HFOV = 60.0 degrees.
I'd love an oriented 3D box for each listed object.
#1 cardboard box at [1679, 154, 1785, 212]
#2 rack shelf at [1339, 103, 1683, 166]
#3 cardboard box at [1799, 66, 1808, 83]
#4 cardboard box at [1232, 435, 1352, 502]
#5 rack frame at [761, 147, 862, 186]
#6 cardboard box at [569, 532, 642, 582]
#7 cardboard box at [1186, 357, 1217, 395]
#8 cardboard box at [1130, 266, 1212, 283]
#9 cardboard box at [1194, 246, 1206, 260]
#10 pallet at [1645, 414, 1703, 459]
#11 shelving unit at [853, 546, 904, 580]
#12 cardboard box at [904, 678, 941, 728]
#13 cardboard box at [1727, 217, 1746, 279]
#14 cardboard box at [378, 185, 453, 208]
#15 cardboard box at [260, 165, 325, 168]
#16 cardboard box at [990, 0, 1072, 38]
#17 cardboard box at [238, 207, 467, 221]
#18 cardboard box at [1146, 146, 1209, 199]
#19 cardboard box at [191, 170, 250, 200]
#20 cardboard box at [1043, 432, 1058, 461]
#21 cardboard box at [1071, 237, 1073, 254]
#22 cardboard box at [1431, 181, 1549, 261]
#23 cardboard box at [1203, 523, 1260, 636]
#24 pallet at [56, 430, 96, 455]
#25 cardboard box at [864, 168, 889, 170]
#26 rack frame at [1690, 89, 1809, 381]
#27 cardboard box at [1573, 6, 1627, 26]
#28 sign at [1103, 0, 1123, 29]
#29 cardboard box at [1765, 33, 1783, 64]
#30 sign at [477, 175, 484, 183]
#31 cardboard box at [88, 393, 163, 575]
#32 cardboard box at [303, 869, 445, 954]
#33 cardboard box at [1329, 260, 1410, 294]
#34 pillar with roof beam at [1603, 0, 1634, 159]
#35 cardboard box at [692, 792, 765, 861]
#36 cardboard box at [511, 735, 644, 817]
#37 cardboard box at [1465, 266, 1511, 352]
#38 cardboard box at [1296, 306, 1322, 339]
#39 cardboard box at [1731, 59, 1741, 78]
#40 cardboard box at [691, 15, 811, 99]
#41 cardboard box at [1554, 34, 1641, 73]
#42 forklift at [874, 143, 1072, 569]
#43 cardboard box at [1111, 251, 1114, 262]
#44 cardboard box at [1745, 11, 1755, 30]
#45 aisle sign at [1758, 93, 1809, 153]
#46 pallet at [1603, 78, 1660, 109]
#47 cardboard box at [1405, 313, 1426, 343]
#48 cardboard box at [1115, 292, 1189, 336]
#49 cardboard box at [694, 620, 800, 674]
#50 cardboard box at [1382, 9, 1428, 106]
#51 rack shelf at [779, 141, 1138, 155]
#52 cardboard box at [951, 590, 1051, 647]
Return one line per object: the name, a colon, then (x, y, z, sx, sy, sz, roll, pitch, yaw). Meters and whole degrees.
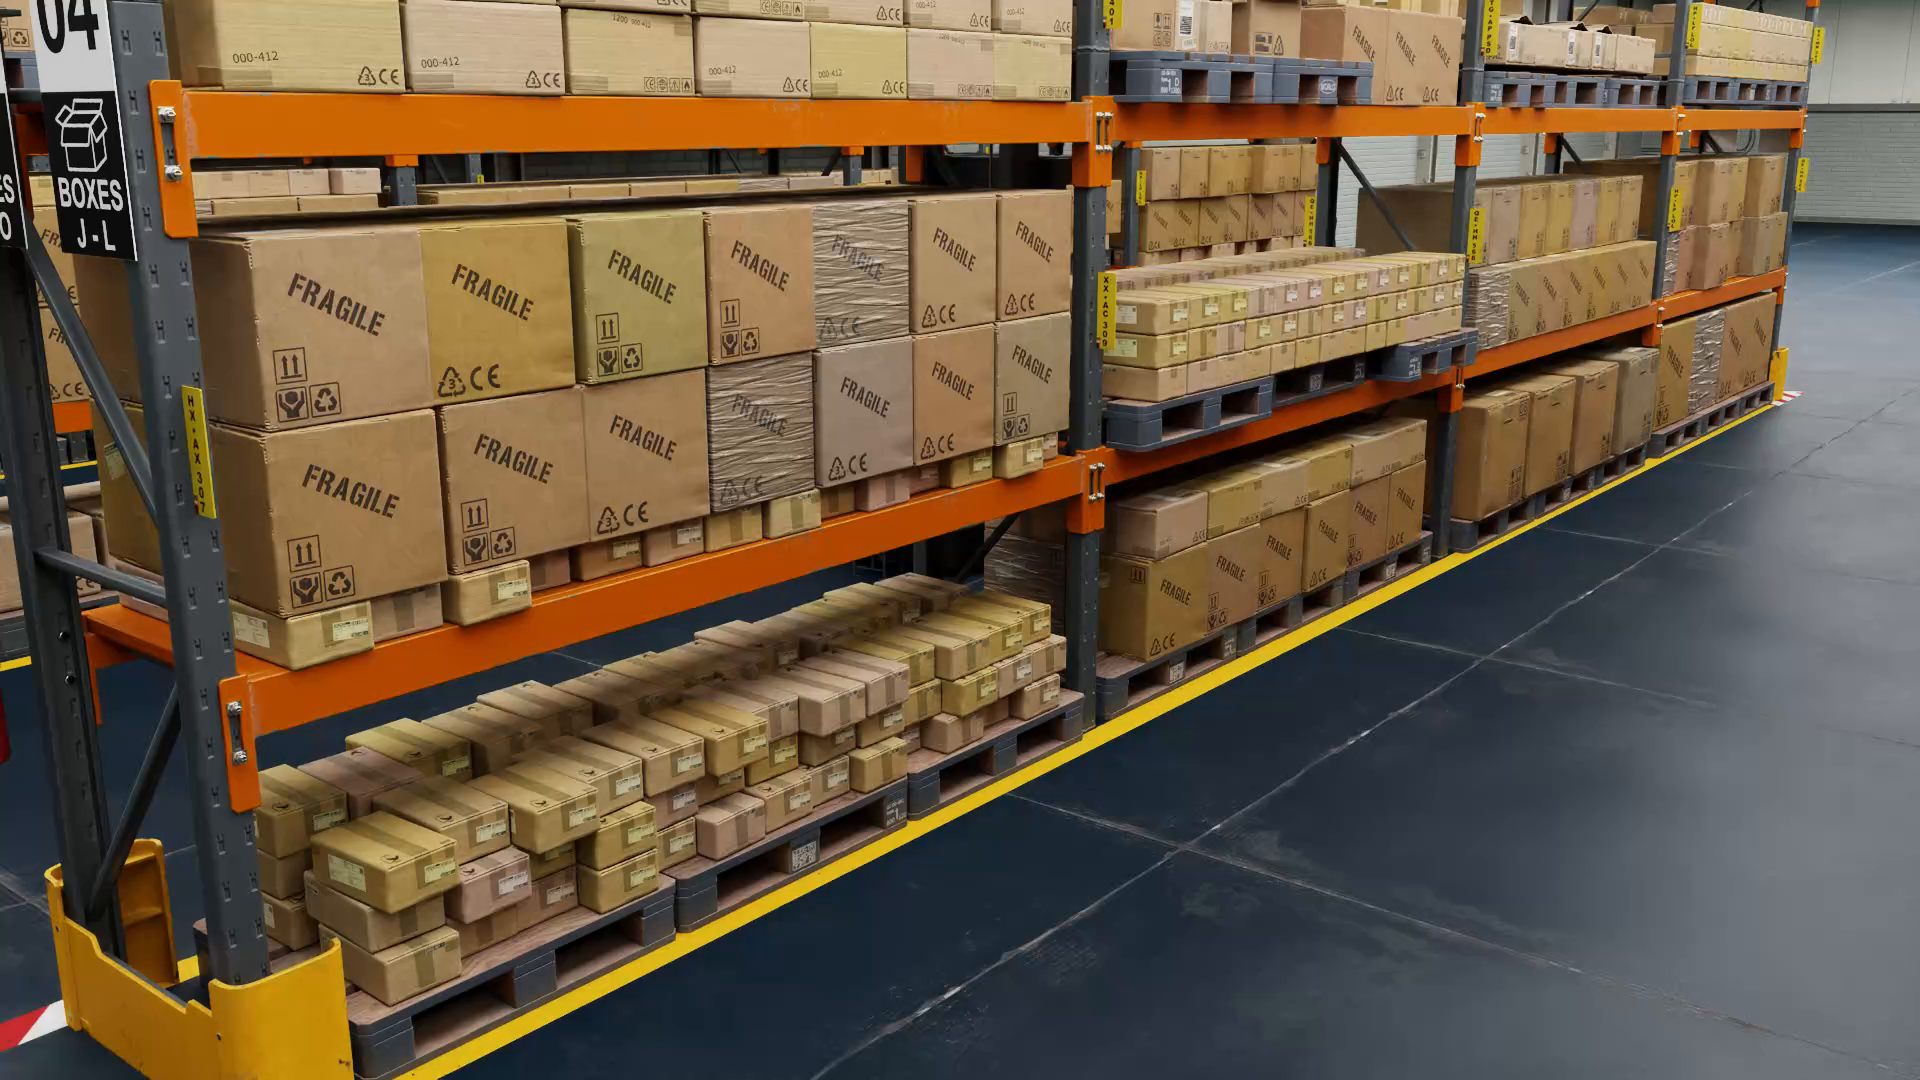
cardboard box: (7.479, -3.477, 16.219, 0.875, 0.550, 0.550, 11, 18, 38)
rack shelf: (3.971, -2.902, 11.823, 1.077, 0.370, 4.000, 11, 18, 38)
cardboard box: (7.797, -4.414, 15.767, 0.380, 0.149, 0.250, 11, 18, 37)
cardboard box: (1.848, -0.404, 9.324, 0.500, 0.250, 0.500, 12, 18, 39)
rack frame: (-1.199, -2.160, 13.535, 1.000, 3.000, 0.127, 11, 18, 38)
cardboard box: (-1.271, 0.011, 5.496, 0.380, 0.149, 0.250, 11, 18, 37)
cardboard box: (0.975, -0.788, 7.789, 0.380, 0.149, 0.250, 12, 18, 38)
cardboard box: (1.120, -1.374, 8.890, 0.380, 0.149, 0.250, 10, 18, 35)
cardboard box: (2.349, -3.025, 17.450, 0.380, 0.149, 0.250, 11, 18, 37)
pallet: (5.767, -0.962, 14.480, 1.003, 0.211, 1.213, 11, 18, 38)
shelving unit: (-0.503, -0.223, 10.174, 0.258, 0.900, 0.210, 8, 16, 30)
cardboard box: (-0.300, 0.636, 6.859, 0.380, 0.149, 0.250, 11, 18, 38)
cardboard box: (6.766, -2.744, 15.528, 0.875, 0.550, 0.550, 11, 18, 38)
cardboard box: (-3.628, -2.052, 10.874, 0.500, 0.500, 0.500, 12, 19, 39)
cardboard box: (-4.114, -2.222, 10.225, 0.380, 0.149, 0.250, 11, 18, 37)
cardboard box: (0.108, -2.143, 6.665, 0.500, 0.250, 0.500, 10, 17, 35)
cardboard box: (-1.901, -0.782, 5.272, 0.500, 0.500, 0.500, 11, 18, 36)
cardboard box: (2.098, -3.749, 16.950, 0.700, 0.500, 0.500, 11, 18, 38)
cardboard box: (-4.219, -2.002, 9.362, 0.380, 0.149, 0.250, 11, 18, 37)
cardboard box: (0.203, -0.435, 7.254, 0.380, 0.149, 0.250, 11, 18, 37)
cardboard box: (0.892, -2.764, 15.570, 0.380, 0.149, 0.250, 11, 18, 37)
cardboard box: (3.642, -2.227, 11.563, 0.700, 0.500, 0.500, 11, 18, 37)
cardboard box: (1.202, 0.158, 8.632, 0.500, 0.500, 0.500, 12, 19, 40)
pallet: (-7.095, -0.972, 14.520, 1.003, 0.211, 1.213, 11, 18, 38)
cardboard box: (-1.071, -4.739, 21.559, 0.380, 0.149, 0.250, 12, 19, 39)
rack frame: (7.742, -2.946, 16.627, 1.000, 3.000, 0.127, 11, 18, 38)
cardboard box: (5.210, -4.270, 13.581, 0.380, 0.149, 0.250, 11, 18, 37)
sign: (0.627, -2.270, 6.823, 0.100, 0.325, 0.005, 11, 18, 38)
cardboard box: (7.021, -4.395, 14.882, 0.500, 0.250, 0.500, 11, 18, 37)
sign: (-4.635, -3.368, 16.100, 0.100, 0.325, 0.005, 11, 18, 38)
cardboard box: (-2.232, -0.200, 5.012, 0.500, 0.500, 0.500, 12, 18, 39)
cardboard box: (-1.785, 1.092, 5.066, 0.380, 0.149, 0.250, 12, 19, 40)
cardboard box: (2.274, -1.469, 9.264, 0.380, 0.149, 0.250, 12, 19, 39)
pillar with roof beam: (21.031, -12.453, 41.866, 9.100, 9.000, 0.400, 11, 18, 38)
cardboard box: (-0.928, 1.004, 6.014, 0.380, 0.149, 0.250, 10, 17, 35)
cardboard box: (-1.291, 0.800, 5.610, 0.380, 0.149, 0.250, 10, 17, 35)
cardboard box: (3.206, -1.506, 10.758, 0.500, 0.500, 0.500, 12, 18, 38)
cardboard box: (1.626, -1.130, 8.532, 0.380, 0.149, 0.250, 11, 18, 37)
cardboard box: (6.359, -3.976, 14.045, 0.380, 0.149, 0.250, 11, 18, 37)
cardboard box: (-0.852, -1.607, 5.570, 0.500, 0.250, 0.500, 11, 18, 37)
cardboard box: (4.623, -3.542, 12.132, 0.500, 0.250, 0.500, 11, 18, 37)
forklift: (0.317, -1.553, 11.282, 1.130, 2.935, 3.031, 8, 16, 30)
cardboard box: (1.431, -2.962, 17.202, 0.380, 0.149, 0.250, 12, 18, 39)
cardboard box: (6.520, -4.411, 14.139, 0.380, 0.149, 0.250, 11, 18, 37)
aisle sign: (8.020, -4.173, 16.178, 0.394, 0.787, 0.004, 11, 18, 38)
pallet: (4.690, -3.358, 12.545, 0.805, 0.209, 1.217, 10, 18, 35)
cardboard box: (2.443, -1.233, 9.543, 0.380, 0.149, 0.250, 12, 18, 38)
cardboard box: (0.806, -1.022, 7.503, 0.380, 0.149, 0.250, 12, 19, 40)
cardboard box: (-0.887, 0.465, 6.928, 0.380, 0.149, 0.250, 12, 18, 39)
cardboard box: (2.249, -2.670, 9.244, 0.500, 0.500, 0.500, 11, 18, 38)
rack shelf: (0.058, -3.649, 14.762, 1.077, 0.370, 4.000, 11, 18, 38)
cardboard box: (0.179, 0.351, 7.380, 0.380, 0.149, 0.250, 12, 18, 39)
